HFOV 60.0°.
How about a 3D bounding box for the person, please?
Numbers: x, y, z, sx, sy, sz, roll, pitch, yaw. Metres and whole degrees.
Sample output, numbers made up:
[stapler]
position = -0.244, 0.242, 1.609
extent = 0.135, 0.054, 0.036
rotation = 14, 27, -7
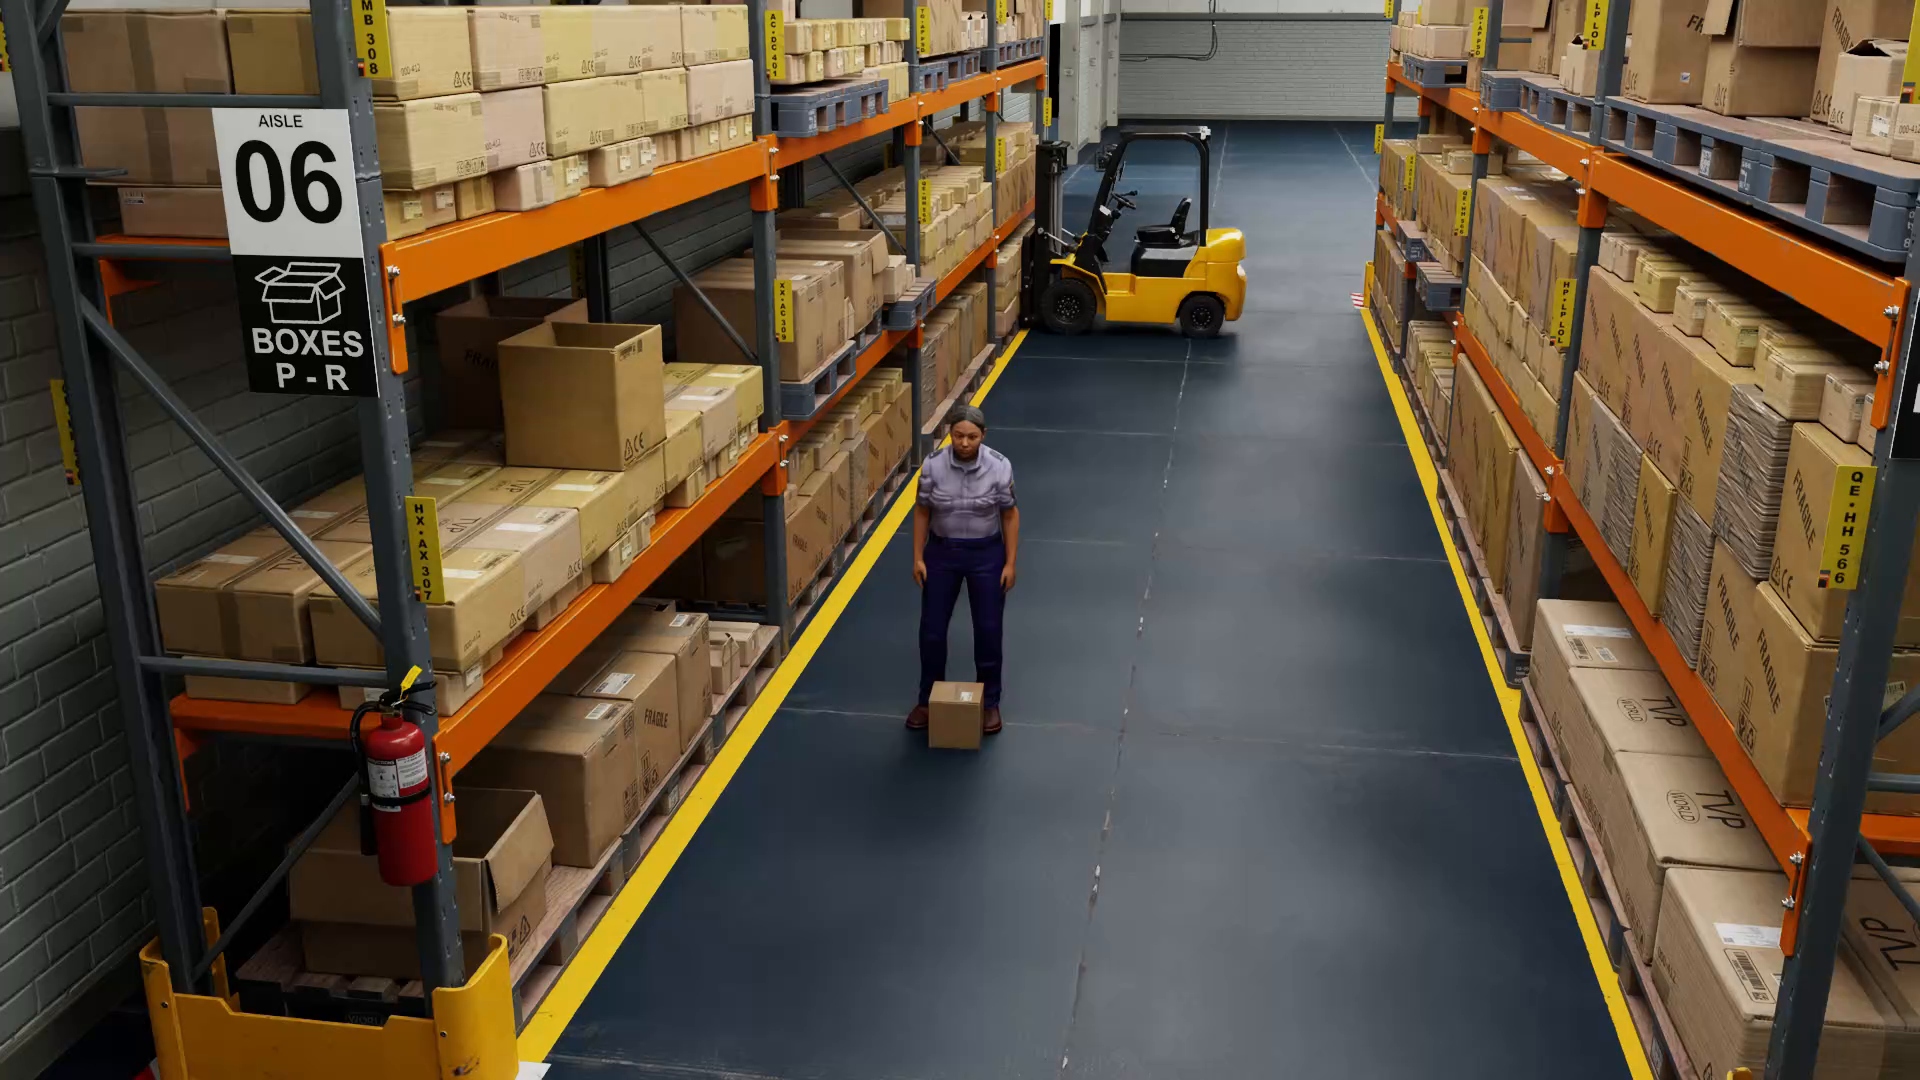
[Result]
[person]
position = 0.013, 0.123, 8.191
extent = 0.547, 1.650, 0.366
rotation = 2, 18, 6
